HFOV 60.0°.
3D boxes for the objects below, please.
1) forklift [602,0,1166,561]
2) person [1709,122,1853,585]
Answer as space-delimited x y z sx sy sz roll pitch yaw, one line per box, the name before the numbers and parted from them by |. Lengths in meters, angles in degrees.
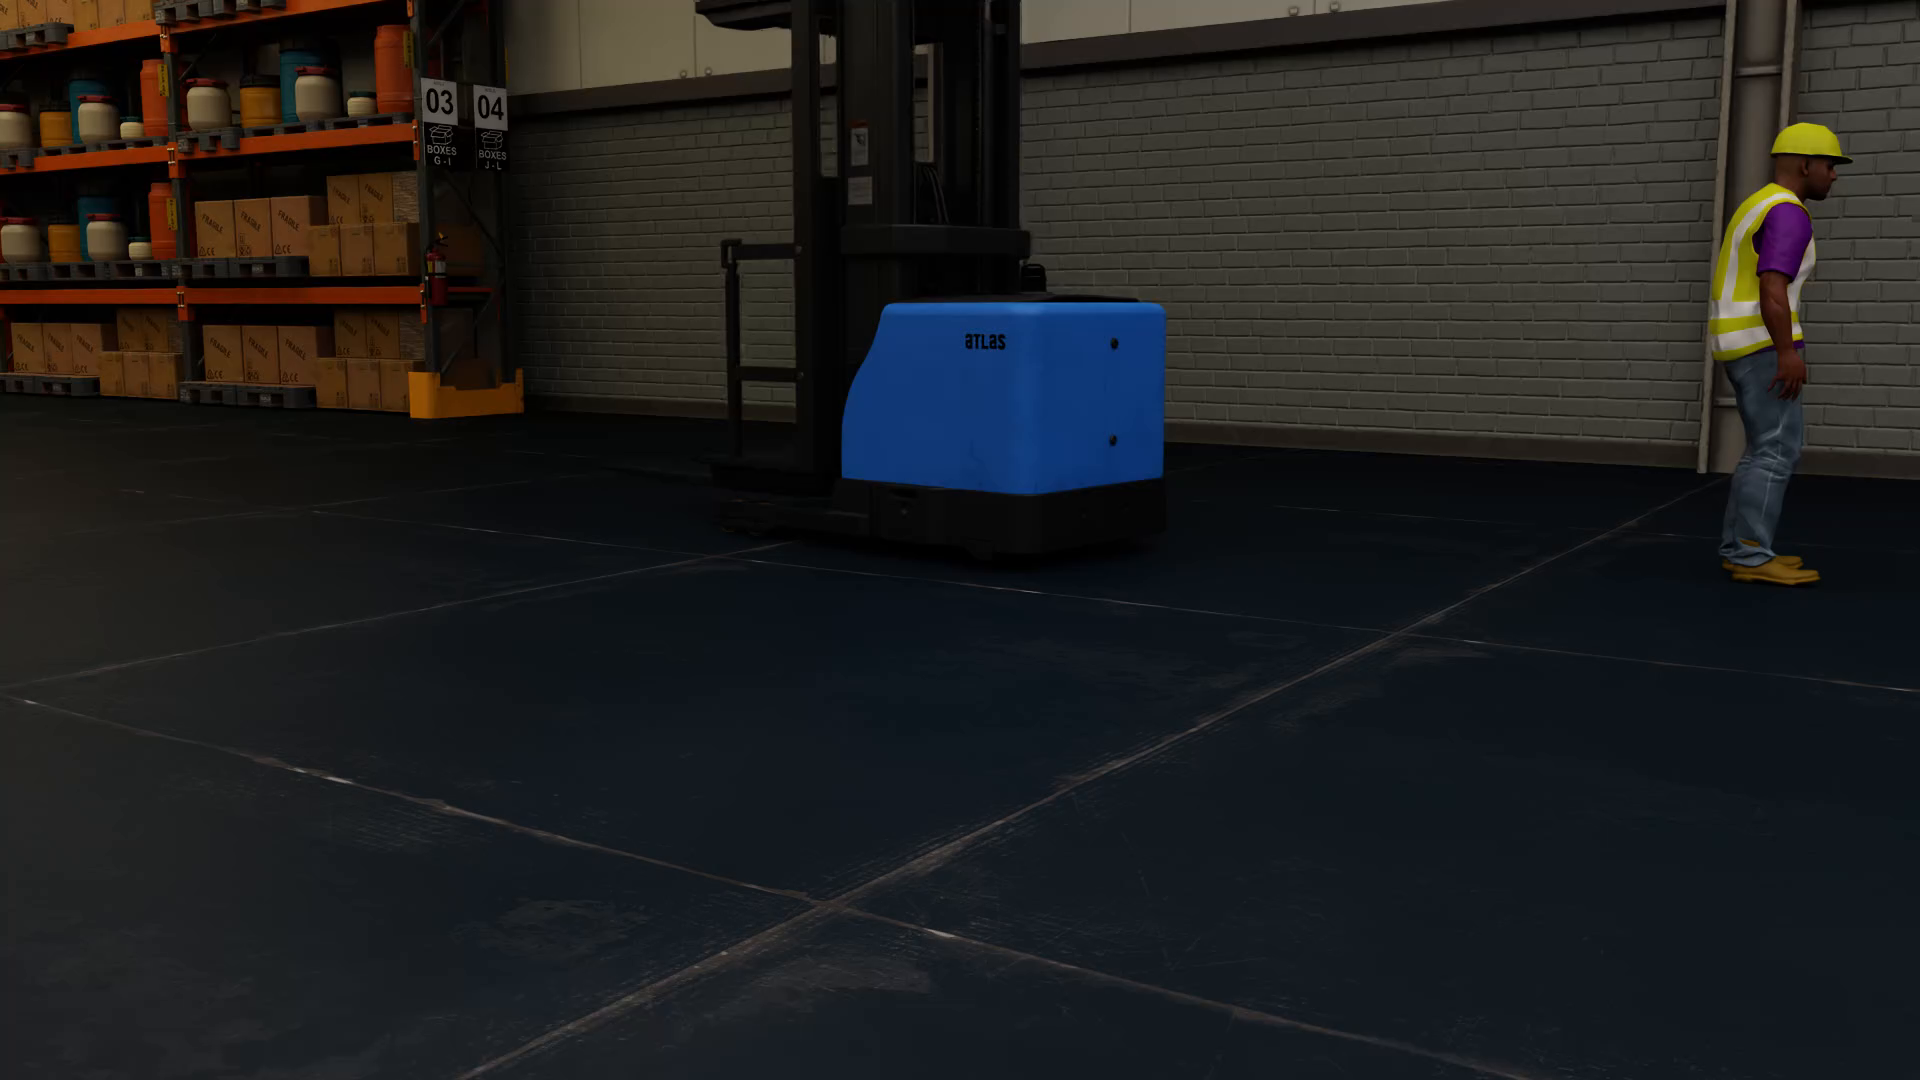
forklift | -0.526 -1.511 7.820 3.031 2.935 1.130 7 11 41
person | 3.176 -0.728 6.486 0.463 1.759 0.626 2 8 17
